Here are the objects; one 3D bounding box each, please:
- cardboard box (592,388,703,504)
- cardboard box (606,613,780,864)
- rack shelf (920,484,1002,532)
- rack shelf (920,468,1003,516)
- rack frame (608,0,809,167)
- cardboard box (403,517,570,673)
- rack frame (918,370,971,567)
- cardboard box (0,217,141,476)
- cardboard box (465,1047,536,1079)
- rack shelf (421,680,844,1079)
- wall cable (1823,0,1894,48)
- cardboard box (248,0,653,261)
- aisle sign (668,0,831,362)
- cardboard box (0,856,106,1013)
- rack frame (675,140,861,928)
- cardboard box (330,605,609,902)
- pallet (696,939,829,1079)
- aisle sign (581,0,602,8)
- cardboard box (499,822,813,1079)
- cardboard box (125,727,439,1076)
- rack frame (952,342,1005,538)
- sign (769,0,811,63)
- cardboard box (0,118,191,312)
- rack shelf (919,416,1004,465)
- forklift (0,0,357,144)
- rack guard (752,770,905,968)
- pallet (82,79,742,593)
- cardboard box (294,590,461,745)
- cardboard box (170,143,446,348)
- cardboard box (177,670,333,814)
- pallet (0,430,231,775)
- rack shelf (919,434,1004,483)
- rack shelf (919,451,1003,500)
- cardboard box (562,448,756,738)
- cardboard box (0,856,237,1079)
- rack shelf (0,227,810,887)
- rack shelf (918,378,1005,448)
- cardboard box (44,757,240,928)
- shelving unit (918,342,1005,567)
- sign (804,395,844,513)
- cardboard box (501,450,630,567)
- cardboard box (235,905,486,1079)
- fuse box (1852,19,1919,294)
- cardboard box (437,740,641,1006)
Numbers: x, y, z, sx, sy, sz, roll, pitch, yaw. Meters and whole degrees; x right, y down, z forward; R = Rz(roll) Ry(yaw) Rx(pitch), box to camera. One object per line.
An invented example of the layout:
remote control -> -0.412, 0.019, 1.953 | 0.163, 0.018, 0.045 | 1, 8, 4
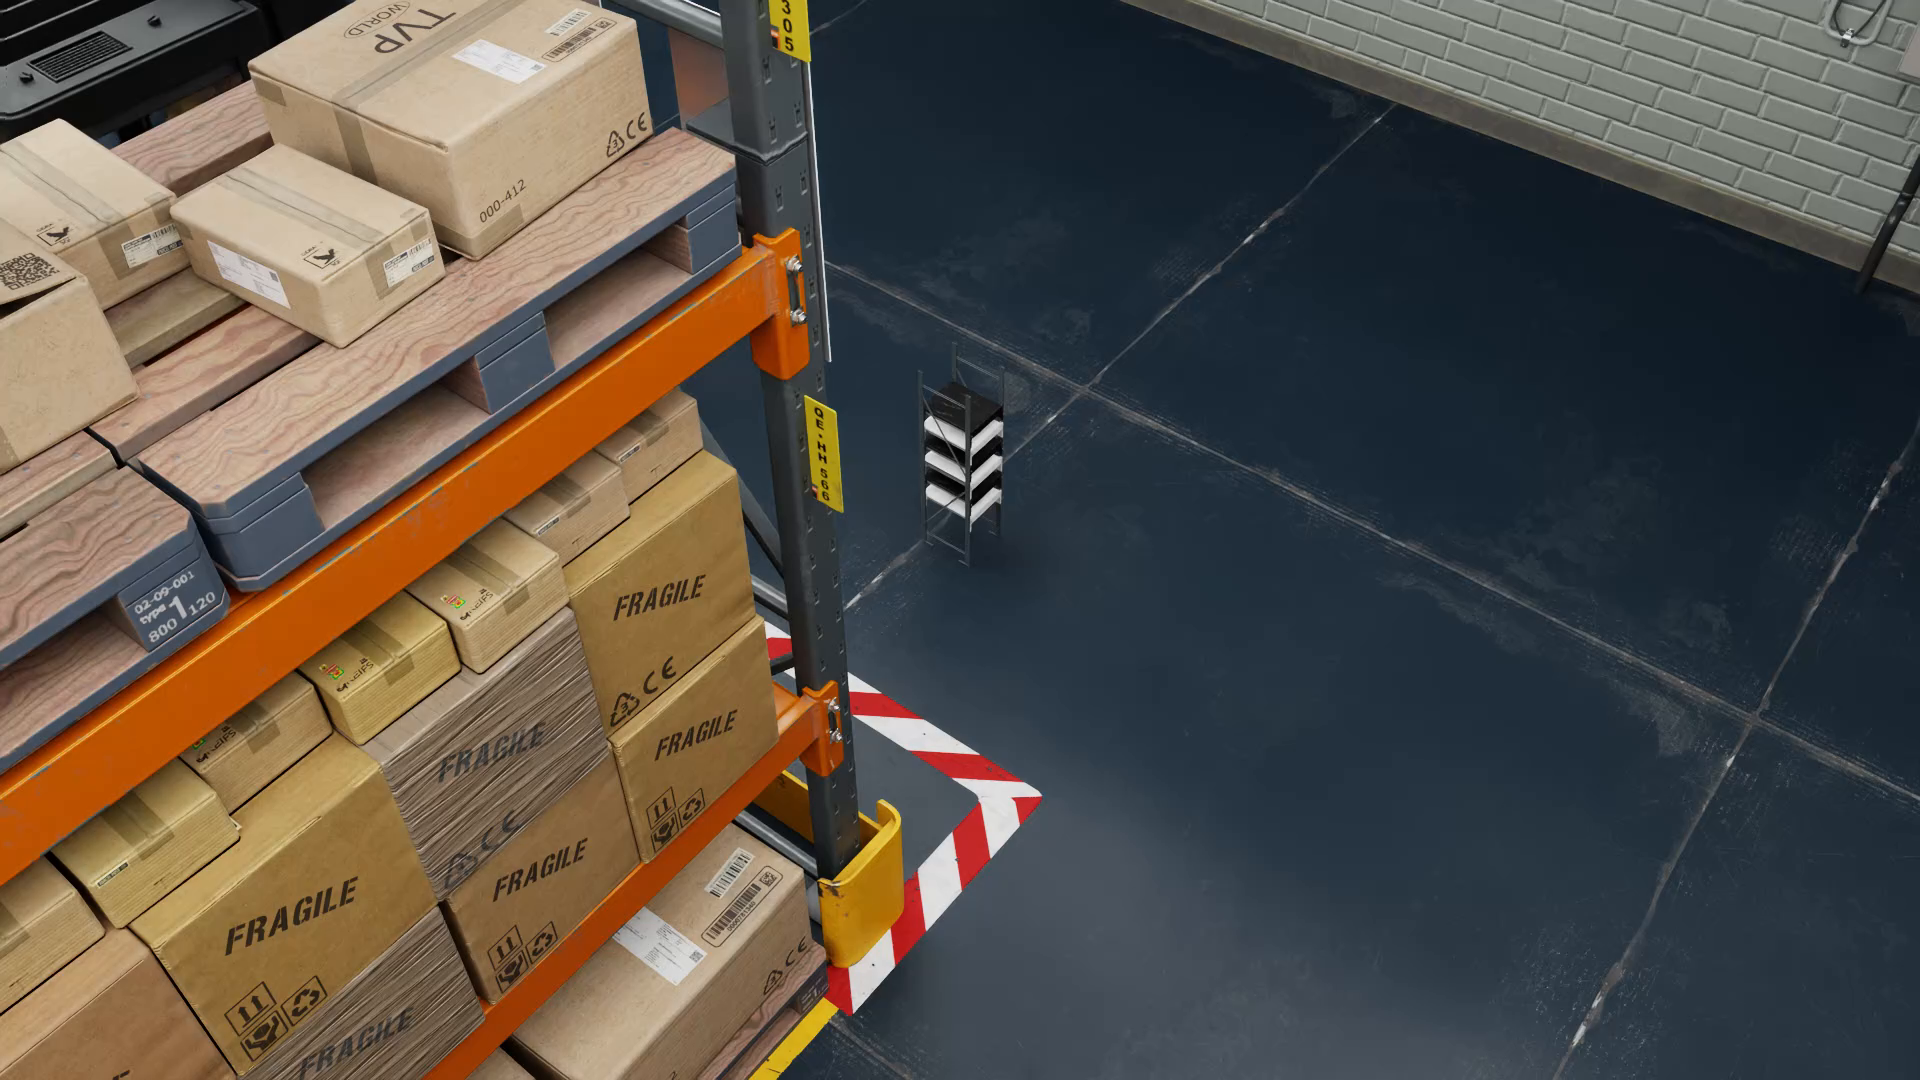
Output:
cardboard box -> -0.803, -0.275, 3.729 | 0.380, 0.149, 0.250 | 30, 53, 25
cardboard box -> -0.827, 0.394, 4.230 | 0.500, 0.500, 0.500 | 29, 53, 25
rack shelf -> 0.005, -0.168, 6.583 | 0.258, 0.077, 0.200 | 29, 53, 25
rack shelf -> 0.005, -0.230, 6.518 | 0.258, 0.077, 0.200 | 29, 53, 25
rack frame -> -0.742, -2.037, 2.473 | 1.000, 3.000, 0.127 | 29, 53, 25
cardboard box -> -1.030, 0.066, 3.403 | 0.380, 0.149, 0.250 | 29, 53, 25
rack frame -> -0.057, -0.257, 6.373 | 0.240, 0.900, 0.006 | 29, 53, 25
cardboard box -> -1.696, -0.315, 2.604 | 0.500, 0.311, 0.500 | 30, 53, 26
cardboard box -> -1.619, 1.725, 4.510 | 0.875, 0.438, 0.875 | 31, 54, 26
rack shelf -> -1.965, 1.428, 3.809 | 1.077, 0.370, 4.000 | 29, 53, 25
wall cable -> 3.817, -2.932, 6.774 | 0.588, 1.984, 0.122 | 29, 53, 25
cardboard box -> -0.946, -0.831, 3.139 | 0.500, 0.250, 0.500 | 25, 51, 22
aisle sign -> -0.452, -0.767, 3.610 | 0.394, 0.787, 0.004 | 29, 53, 25
cardboard box -> -1.715, 0.621, 2.873 | 0.380, 0.149, 0.250 | 31, 54, 26
rack frame -> -0.742, 0.035, 4.642 | 1.000, 3.000, 0.127 | 29, 53, 25
cardboard box -> -1.144, 0.349, 3.582 | 0.500, 0.500, 0.500 | 29, 53, 25
pallet -> -1.169, 1.491, 5.180 | 1.003, 0.211, 1.213 | 29, 53, 25
aisle sign -> -0.927, -1.032, 3.864 | 0.394, 0.787, 0.004 | 29, 53, 25
cardboard box -> -1.066, 1.197, 5.013 | 0.875, 0.438, 0.875 | 27, 52, 24
cardboard box -> -1.449, 0.630, 3.313 | 0.500, 0.500, 0.500 | 29, 53, 25
rack frame -> 0.067, -0.374, 6.485 | 0.240, 0.900, 0.006 | 29, 53, 25
sign -> -0.321, -1.031, 3.029 | 0.100, 0.325, 0.005 | 29, 53, 25
cardboard box -> -1.589, -0.573, 2.962 | 0.380, 0.149, 0.250 | 31, 54, 26
rack shelf -> 0.005, -0.417, 6.323 | 0.258, 0.077, 0.200 | 29, 53, 25
forklift -> -2.623, -0.889, 5.572 | 1.130, 2.935, 3.031 | 30, 53, 26
rack guard -> -0.727, 0.885, 5.559 | 1.175, 0.500, 0.348 | 29, 53, 25
pallet -> -1.187, -0.541, 3.179 | 1.003, 0.211, 1.213 | 29, 53, 25
cardboard box -> -1.217, 0.192, 3.283 | 0.380, 0.149, 0.250 | 30, 53, 26
cardboard box -> -1.139, -0.521, 2.913 | 0.380, 0.149, 0.250 | 25, 51, 22
cardboard box -> -1.433, 0.310, 3.170 | 0.380, 0.149, 0.250 | 29, 53, 25
pallet -> -1.933, 0.160, 2.510 | 1.003, 0.211, 1.213 | 29, 53, 25
rack shelf -> 0.005, -0.355, 6.388 | 0.258, 0.077, 0.200 | 29, 53, 25
rack shelf -> 0.005, -0.292, 6.453 | 0.258, 0.077, 0.200 | 29, 53, 25
cardboard box -> -0.848, 0.036, 3.880 | 0.500, 0.500, 0.500 | 31, 54, 26
cardboard box -> -1.758, 0.917, 3.039 | 0.500, 0.500, 0.500 | 29, 53, 25
rack shelf -> -1.965, 0.392, 2.724 | 1.077, 0.370, 4.000 | 29, 53, 25
rack shelf -> 0.005, -0.479, 6.258 | 0.258, 0.077, 0.200 | 29, 53, 25
cardboard box -> -1.539, 0.480, 3.008 | 0.380, 0.149, 0.250 | 30, 53, 26
shelving unit -> 0.005, -0.315, 6.429 | 0.258, 0.900, 0.210 | 29, 53, 25
sign -> -0.321, -0.199, 3.901 | 0.100, 0.325, 0.005 | 29, 53, 25
cardboard box -> -0.939, -0.119, 3.580 | 0.380, 0.149, 0.250 | 30, 53, 26
cardboard box -> -1.453, 0.973, 3.677 | 0.500, 0.500, 0.500 | 31, 54, 26
fuse box -> 4.260, -1.744, 7.233 | 0.539, 1.711, 0.414 | 29, 53, 25
cardboard box -> -1.146, 0.674, 3.962 | 0.500, 0.500, 0.500 | 28, 52, 24
